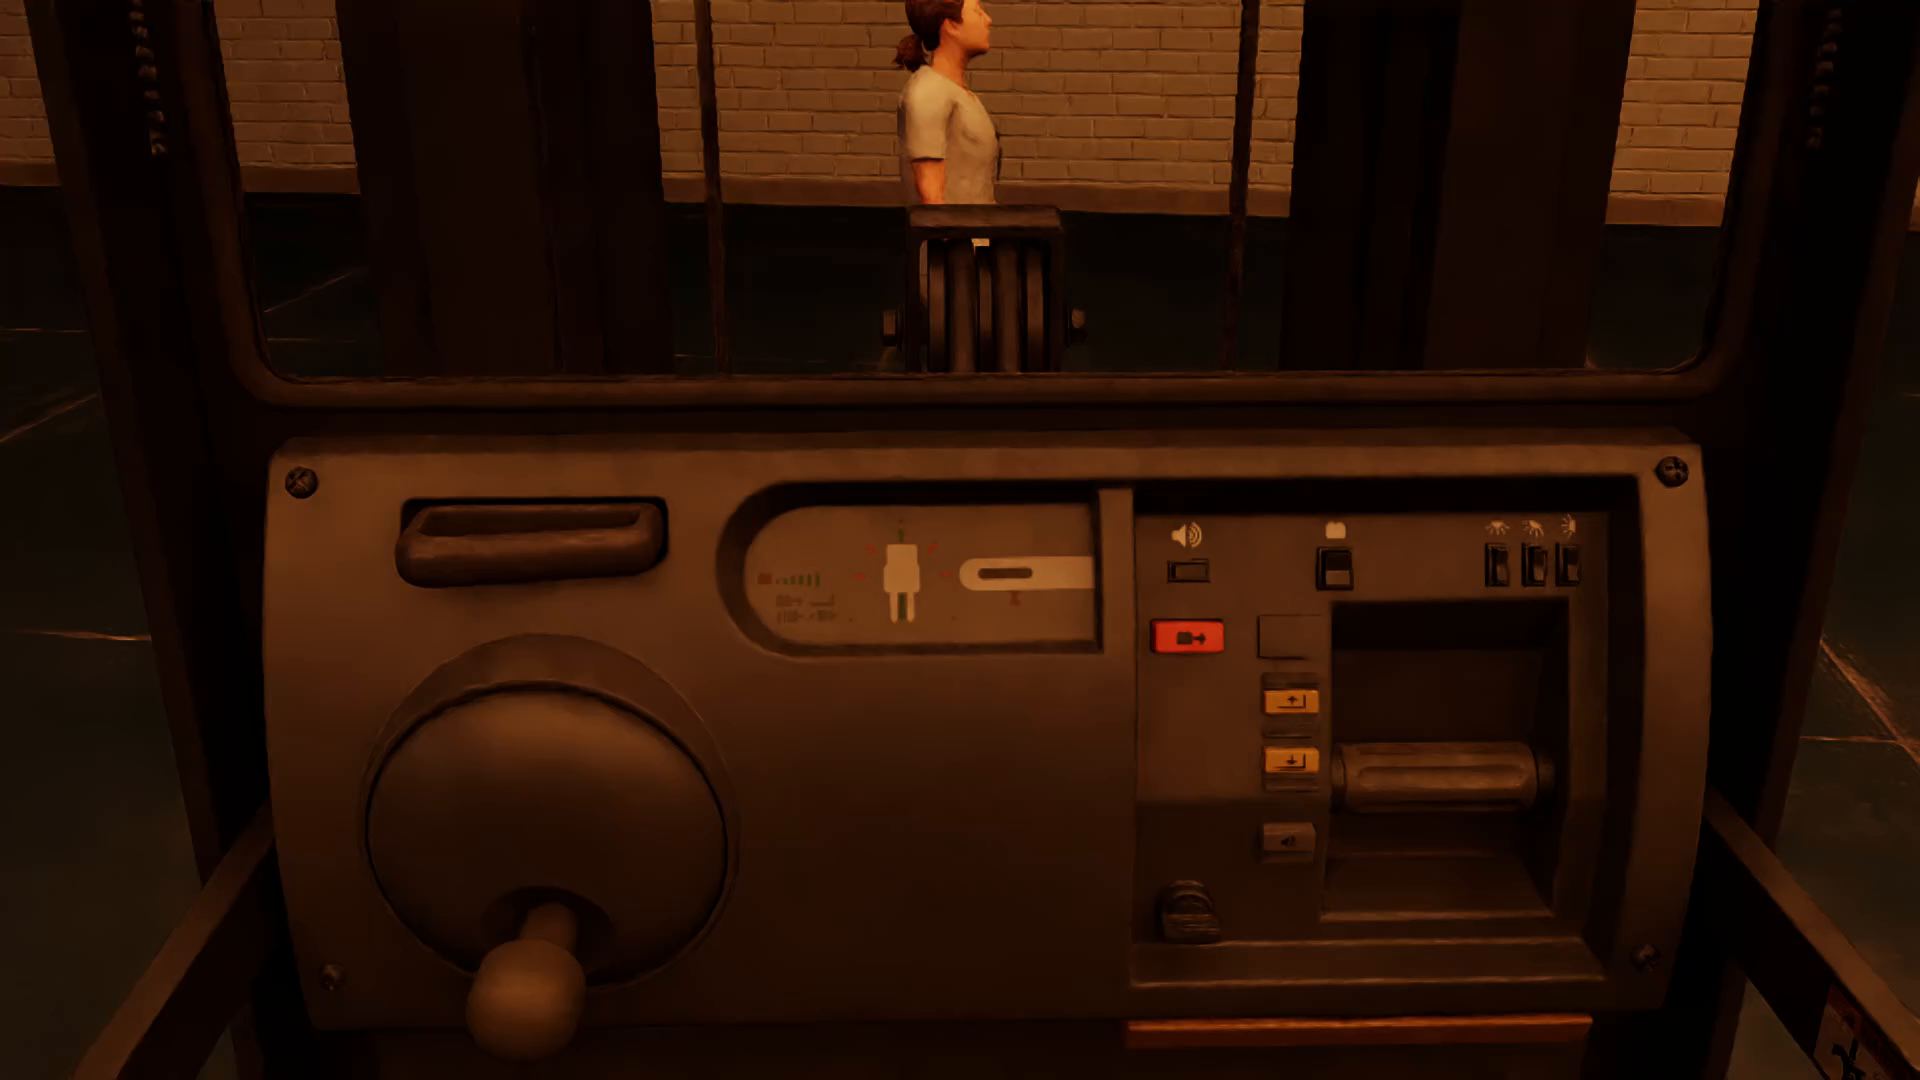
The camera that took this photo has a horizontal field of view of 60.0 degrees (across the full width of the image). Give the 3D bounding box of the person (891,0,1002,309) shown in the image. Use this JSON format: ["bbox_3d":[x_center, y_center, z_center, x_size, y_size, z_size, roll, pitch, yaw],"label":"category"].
[{"bbox_3d":[0.072,-0.775,4.841,0.548,1.674,0.550,3,22,7],"label":"person"}]
